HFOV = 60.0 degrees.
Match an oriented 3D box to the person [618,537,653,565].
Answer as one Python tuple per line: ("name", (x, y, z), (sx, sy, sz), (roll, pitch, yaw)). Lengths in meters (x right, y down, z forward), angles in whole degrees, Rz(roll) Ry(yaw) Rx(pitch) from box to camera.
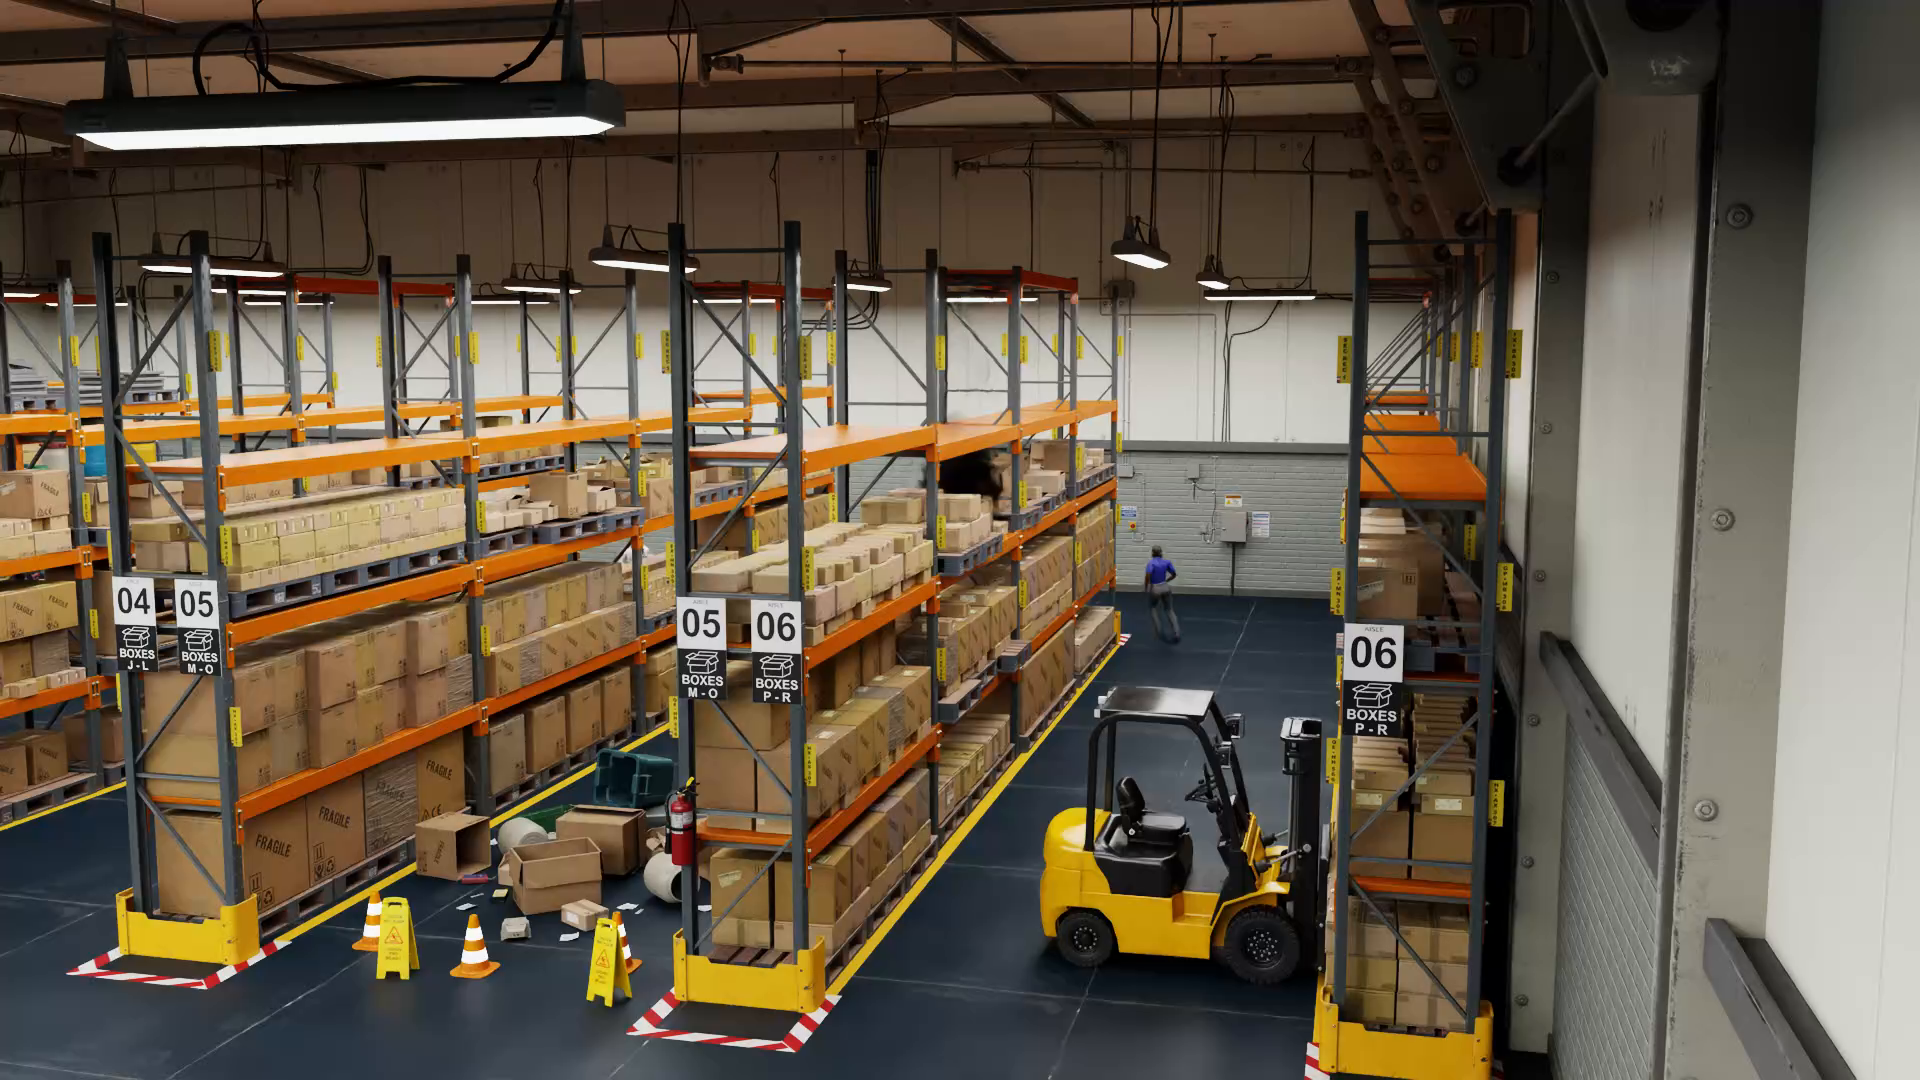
("person", (-5.842, 0.670, 30.118), (0.662, 1.695, 0.785), (-2, 7, -15))

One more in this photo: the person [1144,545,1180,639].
("person", (3.400, 0.920, 28.345), (0.661, 1.678, 0.683), (-2, 7, -14))
